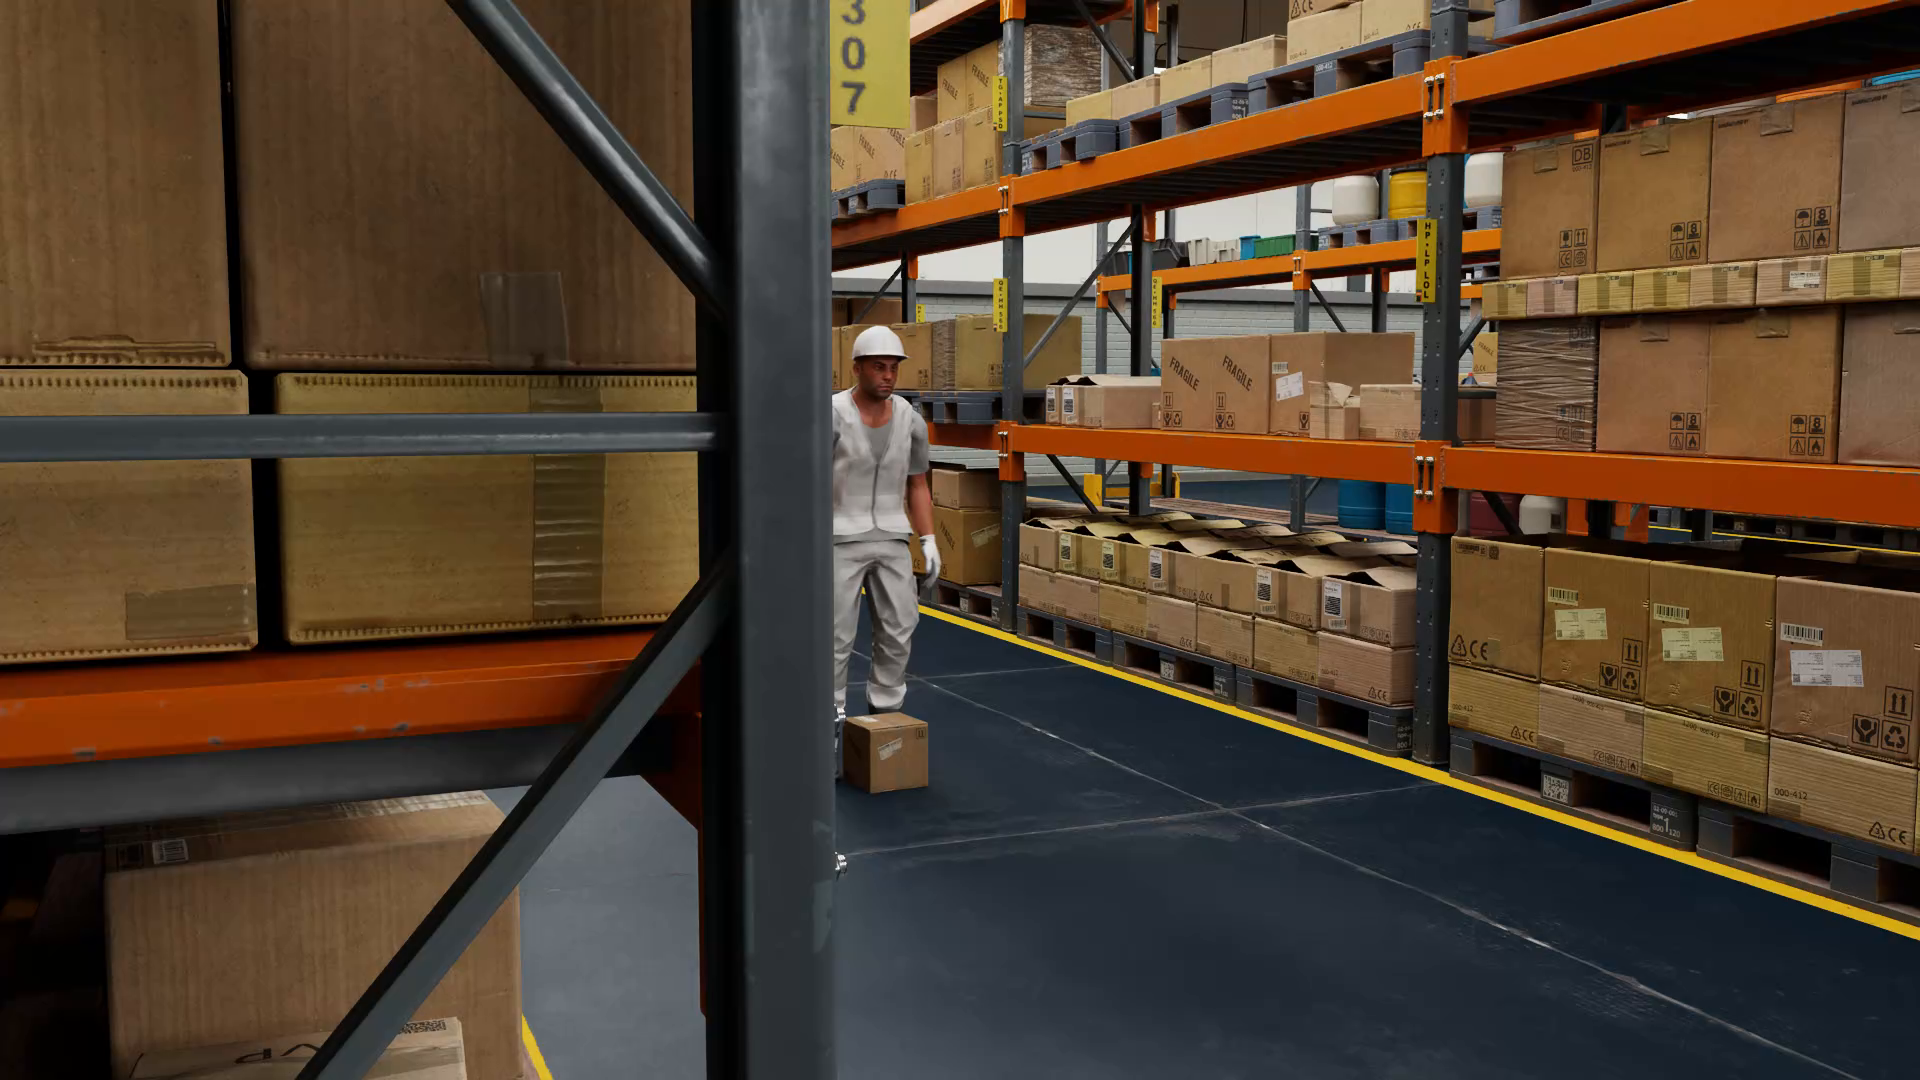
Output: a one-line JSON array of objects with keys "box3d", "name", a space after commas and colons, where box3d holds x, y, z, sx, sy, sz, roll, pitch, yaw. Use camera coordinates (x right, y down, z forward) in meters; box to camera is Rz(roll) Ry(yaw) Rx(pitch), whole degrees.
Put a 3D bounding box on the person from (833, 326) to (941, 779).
[{"box3d": [-0.365, 0.045, 6.622, 0.623, 1.780, 0.446, -3, 6, -26], "name": "person"}]
